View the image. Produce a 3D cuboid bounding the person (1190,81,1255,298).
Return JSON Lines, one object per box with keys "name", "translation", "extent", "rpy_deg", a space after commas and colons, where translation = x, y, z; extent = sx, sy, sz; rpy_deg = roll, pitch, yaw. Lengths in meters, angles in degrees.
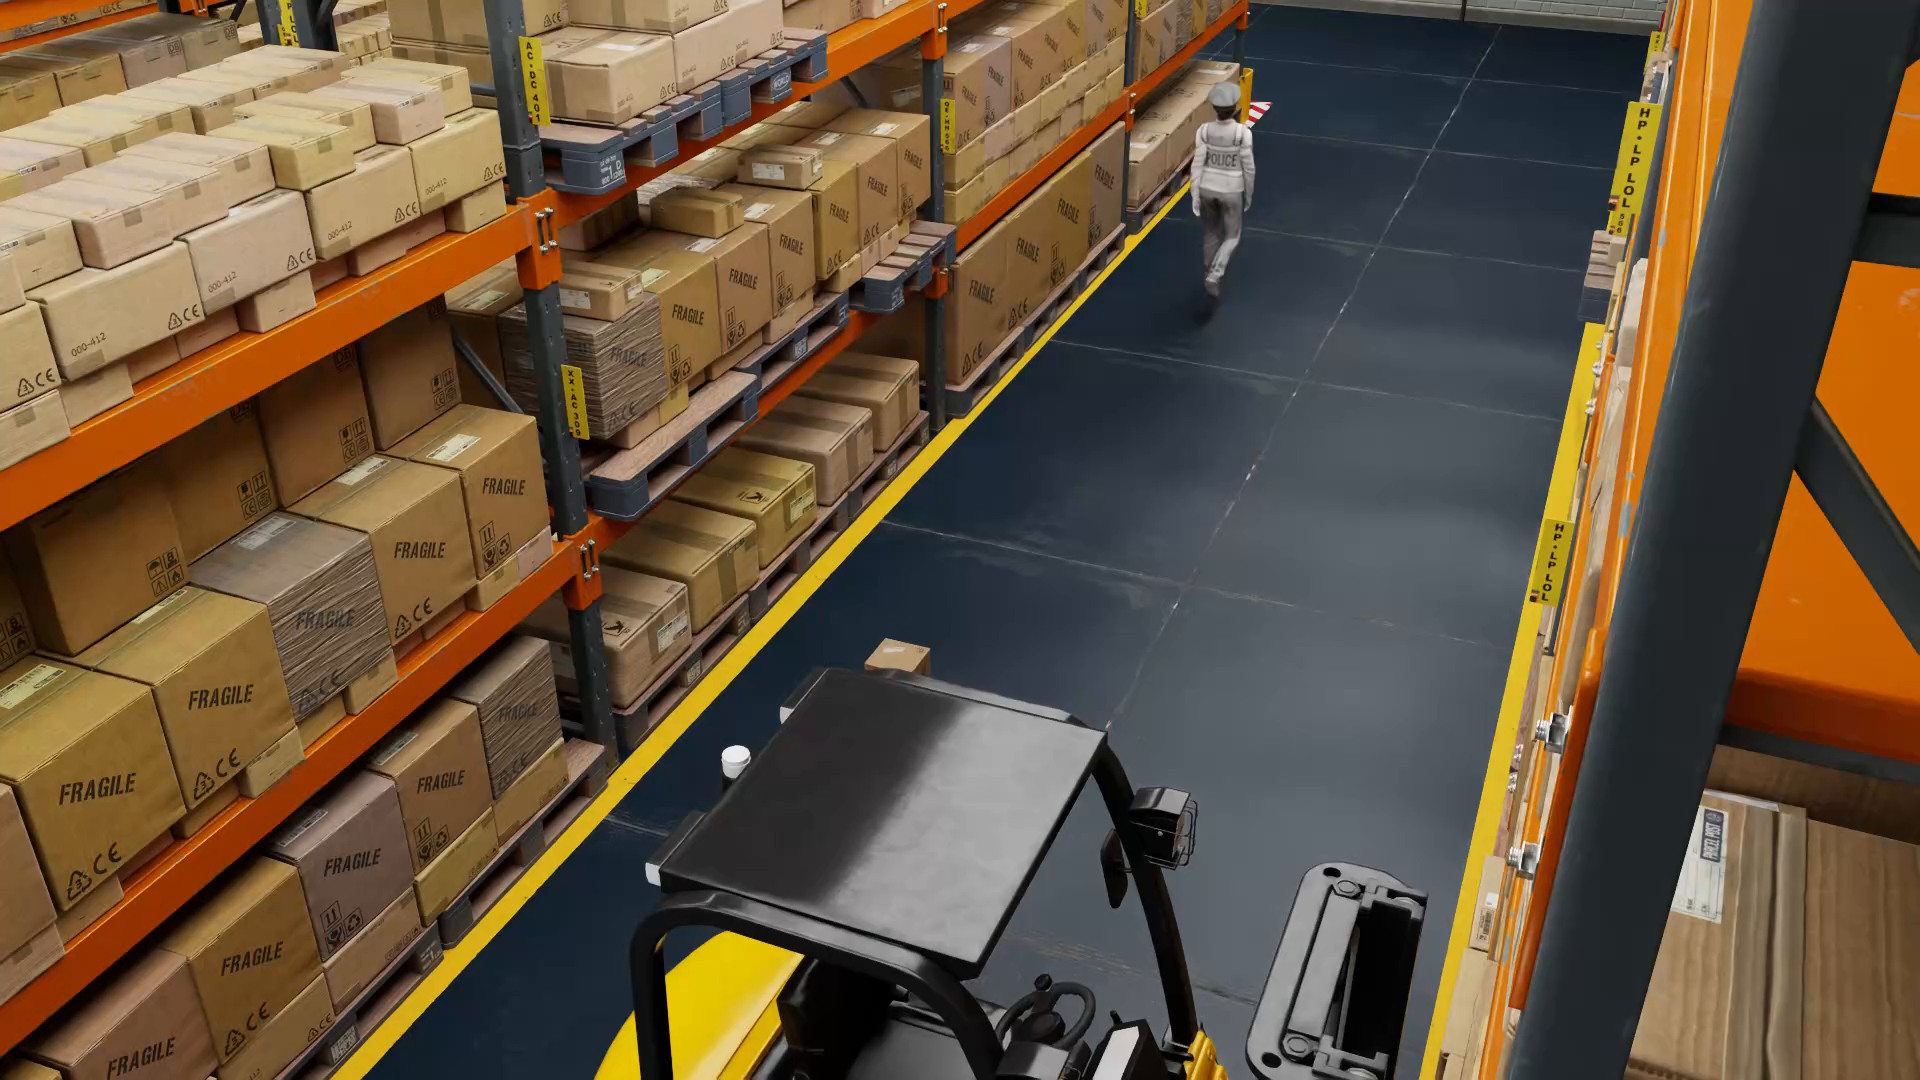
{"name": "person", "translation": [1.996, -2.656, 12.716], "extent": [0.482, 1.663, 0.797], "rpy_deg": [12, 32, 20]}
